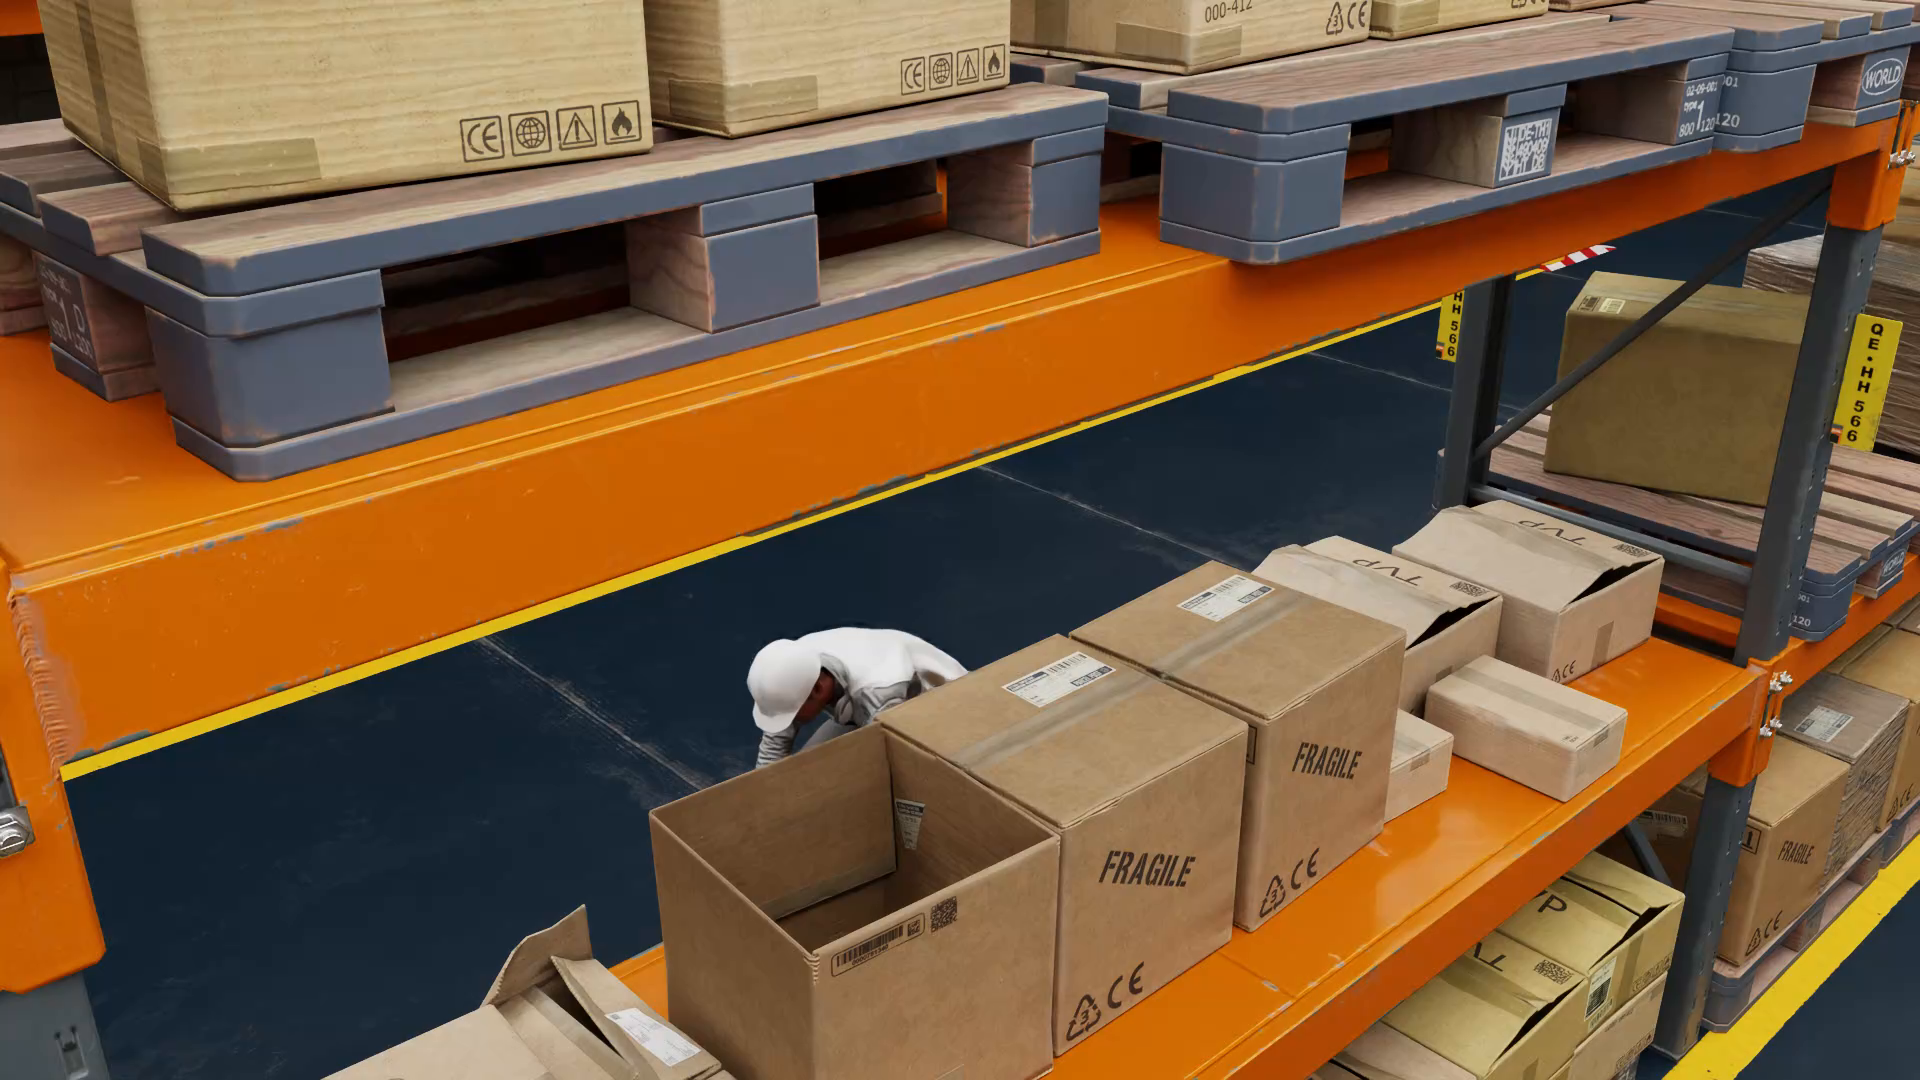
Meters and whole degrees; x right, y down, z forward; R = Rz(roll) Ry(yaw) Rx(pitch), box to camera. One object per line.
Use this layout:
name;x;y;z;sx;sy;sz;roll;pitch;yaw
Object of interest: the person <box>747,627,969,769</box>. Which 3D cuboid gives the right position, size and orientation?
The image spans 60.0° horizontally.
person;-0.319;0.677;5.479;0.897;1.026;0.546;-21;32;-39
